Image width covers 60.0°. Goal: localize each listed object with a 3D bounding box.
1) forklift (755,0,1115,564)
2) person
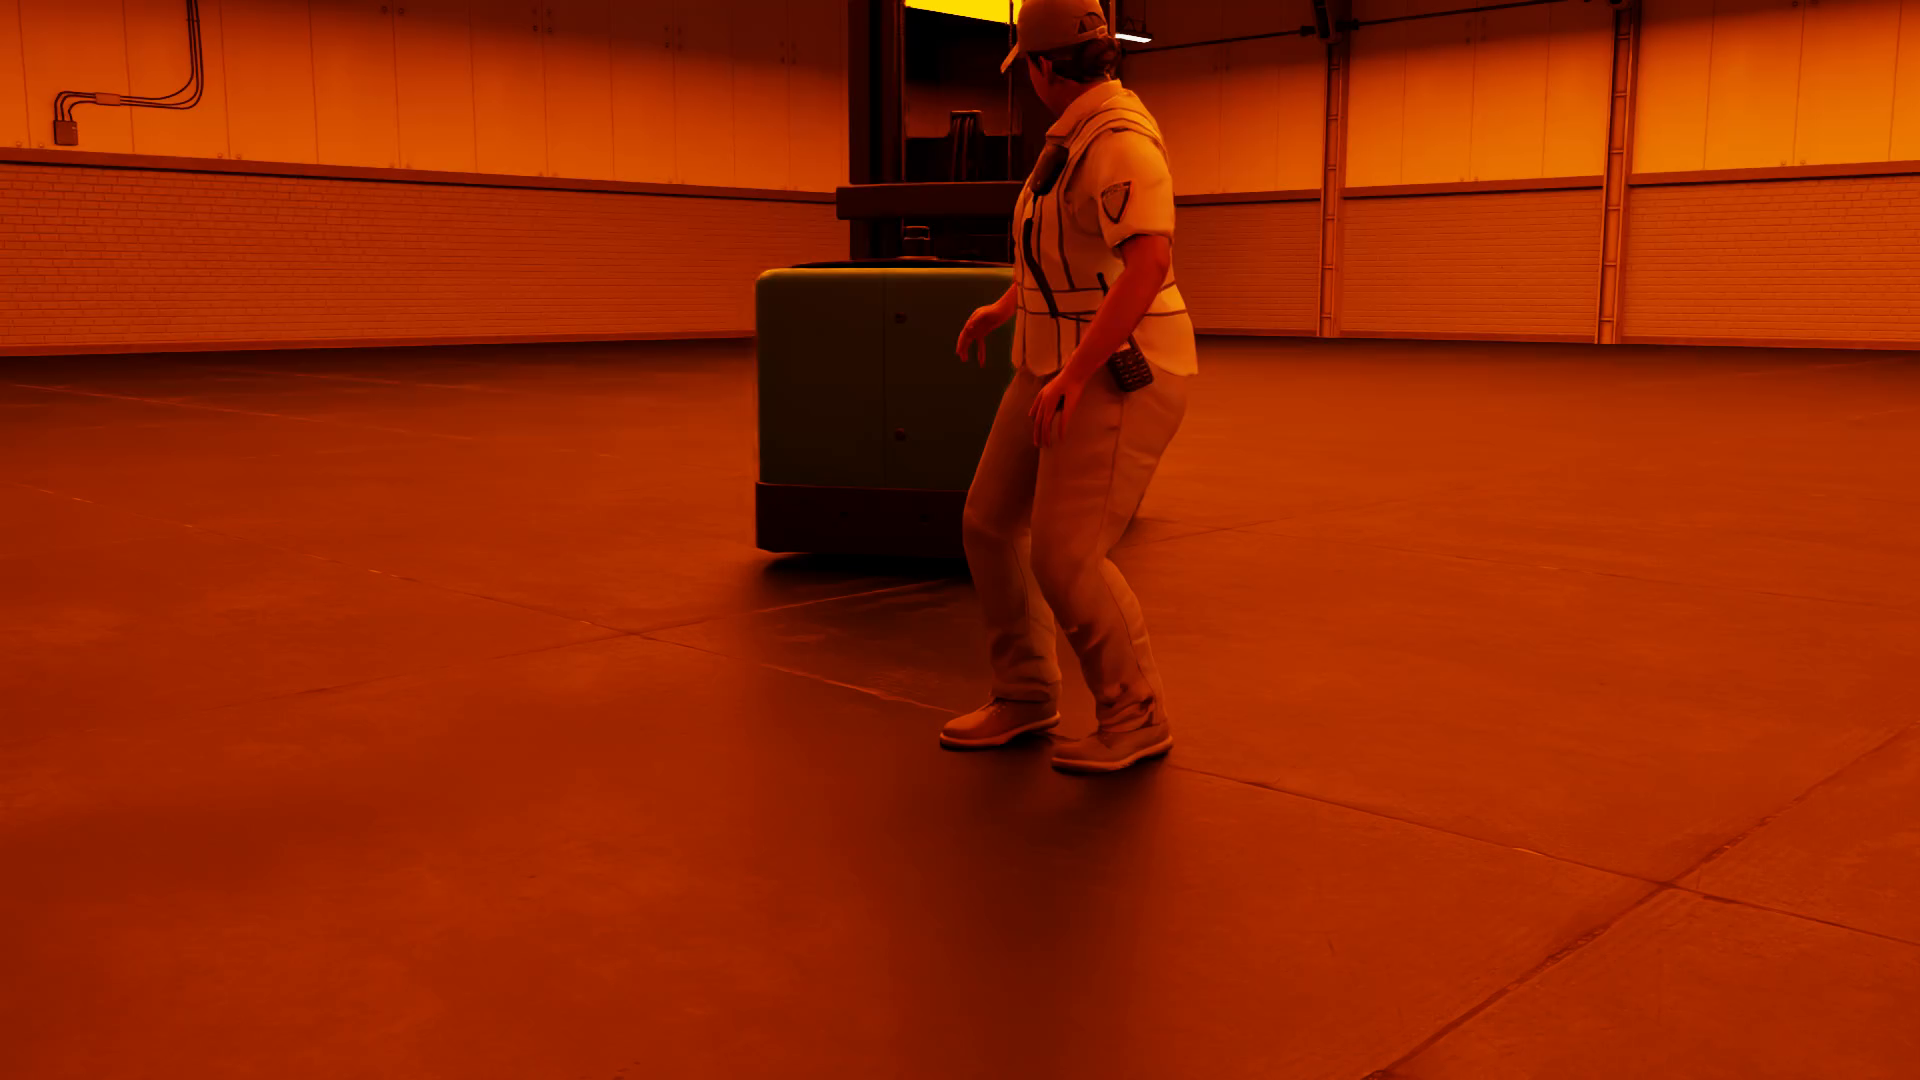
[{"bbox_3d":[0.158,-1.538,7.090,1.130,2.935,3.031,2,9,16],"label":"forklift"},{"bbox_3d":[0.248,-0.328,3.520,0.521,1.623,0.691,-3,9,-17],"label":"person"}]
